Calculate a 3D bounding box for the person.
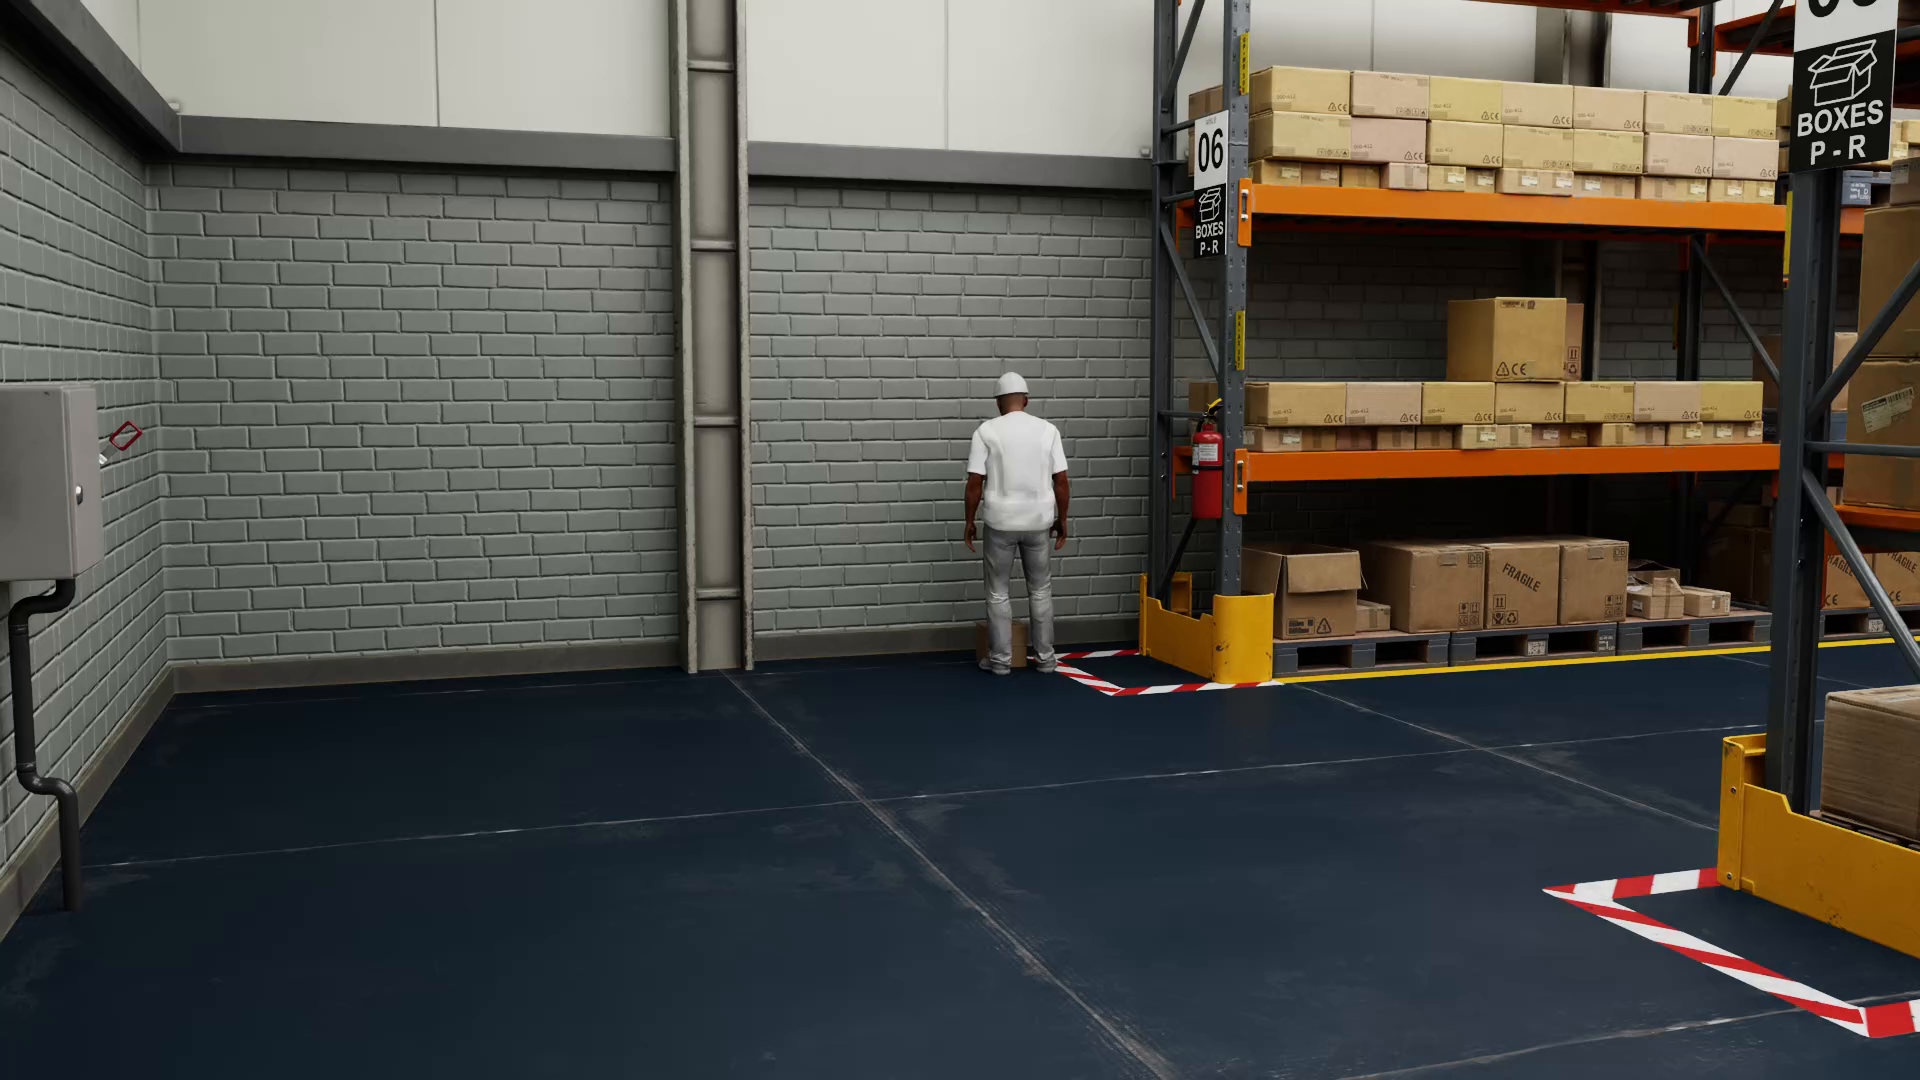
[{"bbox_3d":[0.329,-0.112,9.748,0.628,1.662,0.356,-1,6,-11],"label":"person"}]
